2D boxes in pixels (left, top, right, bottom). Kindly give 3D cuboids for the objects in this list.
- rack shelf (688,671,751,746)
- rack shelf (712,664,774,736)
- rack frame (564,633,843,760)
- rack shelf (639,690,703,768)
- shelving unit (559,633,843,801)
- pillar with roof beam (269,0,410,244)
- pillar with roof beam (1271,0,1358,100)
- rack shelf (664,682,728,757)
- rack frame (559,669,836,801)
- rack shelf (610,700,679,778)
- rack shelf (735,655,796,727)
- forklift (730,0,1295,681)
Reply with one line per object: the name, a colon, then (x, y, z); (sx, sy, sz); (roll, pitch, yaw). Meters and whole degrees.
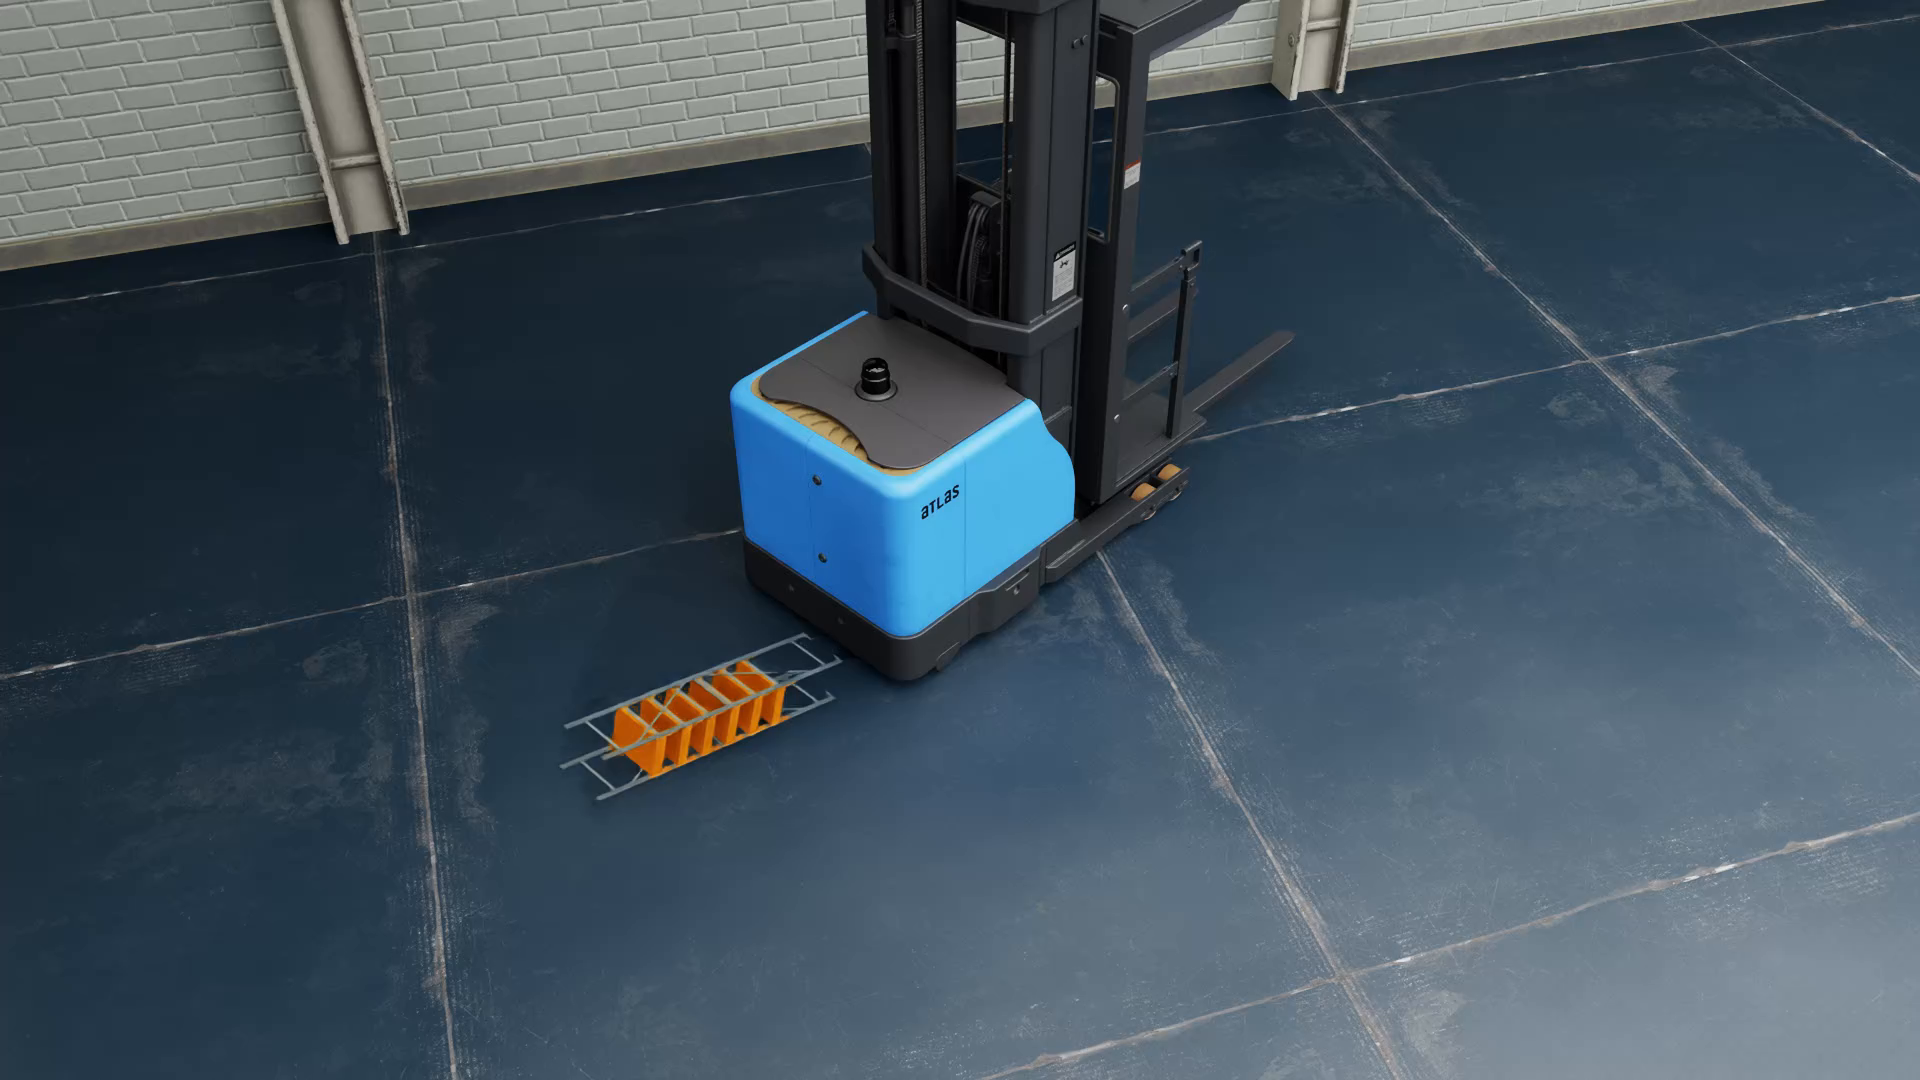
rack shelf: (-0.944, 0.651, 6.463); (0.258, 0.180, 0.103); (32, 33, 31)
rack shelf: (-0.866, 0.622, 6.549); (0.258, 0.180, 0.103); (32, 33, 31)
rack frame: (-0.955, 0.583, 6.388); (0.240, 0.006, 1.200); (32, 33, 31)
rack shelf: (-1.101, 0.708, 6.291); (0.258, 0.180, 0.103); (32, 33, 31)
shelving unit: (-0.973, 0.661, 6.431); (0.258, 0.189, 1.200); (32, 33, 31)
pillar with roof beam: (-2.130, -2.518, 3.643); (0.400, 9.000, 9.100); (-12, 42, -13)
pillar with roof beam: (3.593, -3.704, 5.000); (0.400, 9.000, 9.100); (-12, 42, -13)
rack shelf: (-1.023, 0.679, 6.377); (0.258, 0.180, 0.103); (32, 33, 31)
rack frame: (-0.992, 0.740, 6.474); (0.240, 0.006, 1.200); (32, 33, 31)
rack shelf: (-1.180, 0.737, 6.205); (0.258, 0.180, 0.103); (32, 33, 31)
rack shelf: (-0.787, 0.593, 6.635); (0.258, 0.180, 0.103); (32, 33, 31)
forklift: (0.429, -1.406, 6.981); (1.130, 2.935, 3.031); (32, 50, 31)
